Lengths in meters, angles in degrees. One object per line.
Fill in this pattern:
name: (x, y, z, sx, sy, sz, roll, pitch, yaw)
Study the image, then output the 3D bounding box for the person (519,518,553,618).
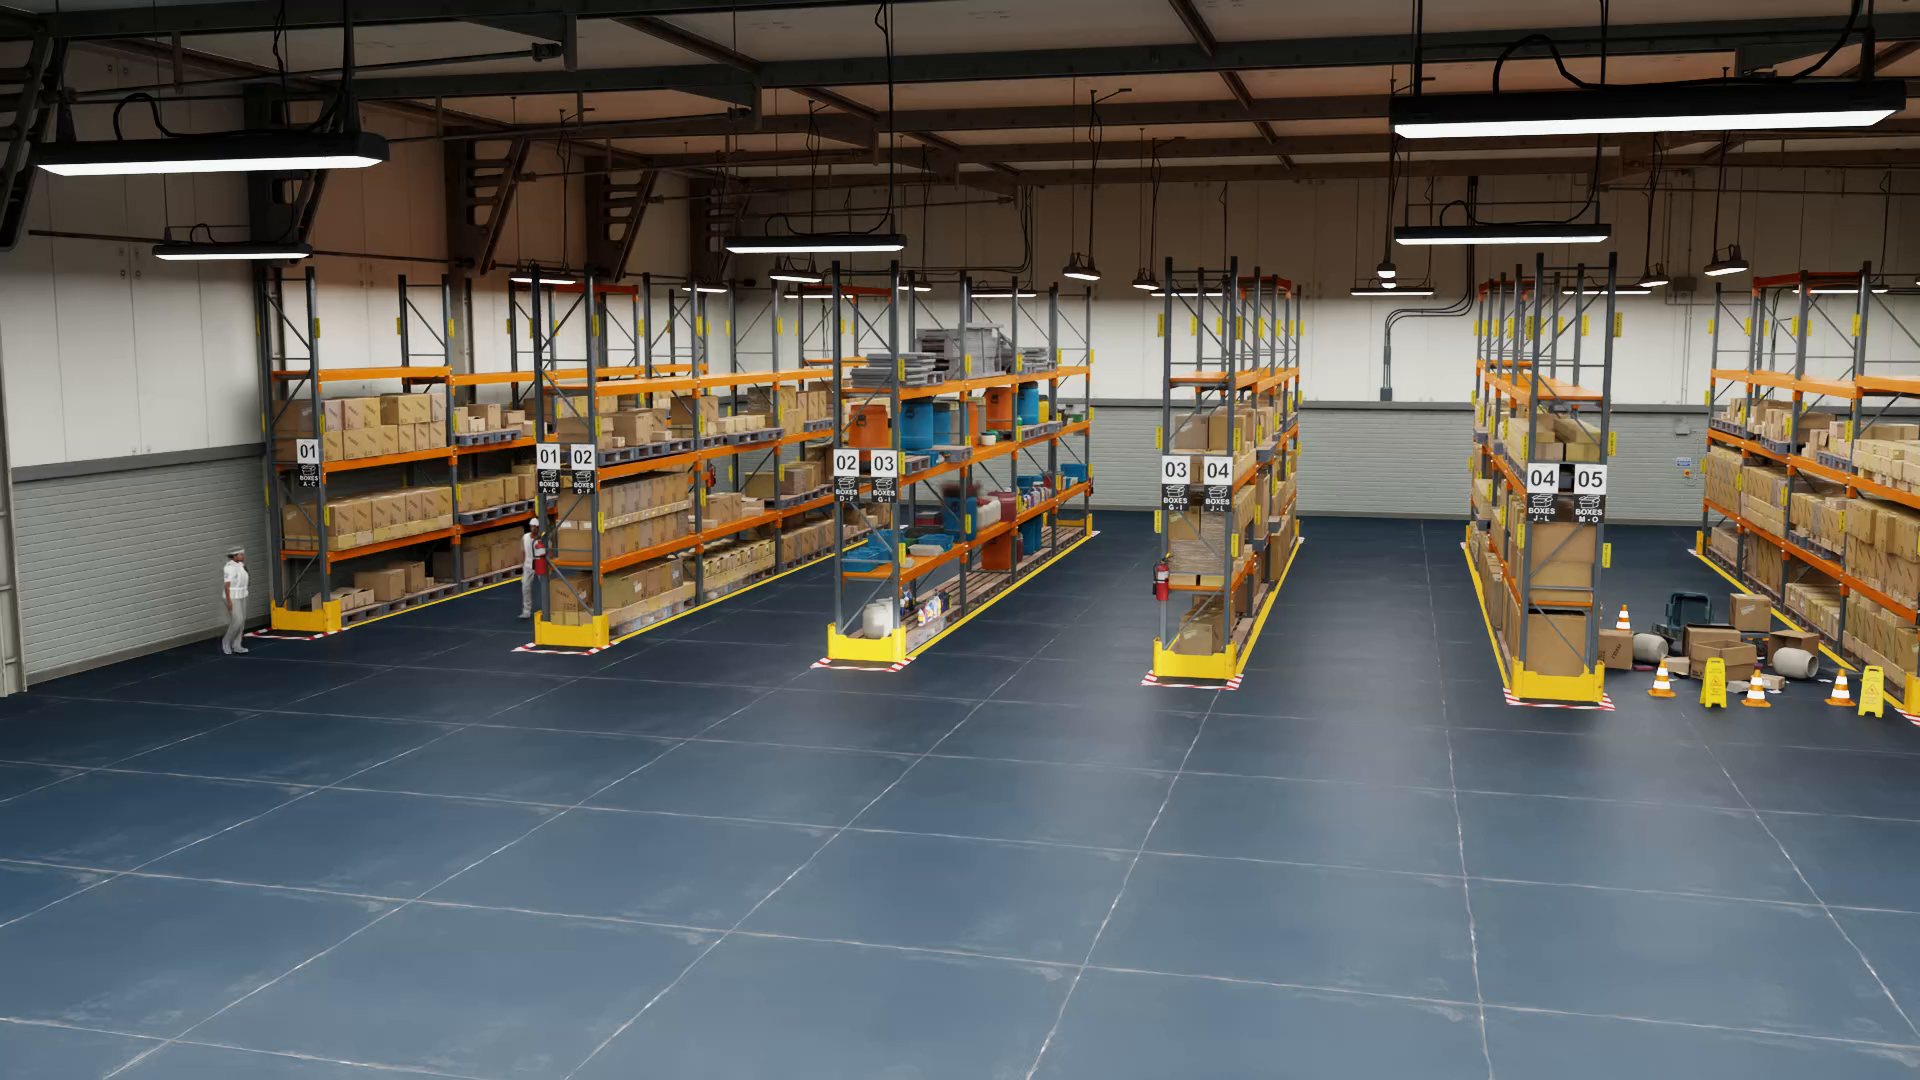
person: (-7.397, 0.464, 29.073, 0.573, 1.730, 1.057, 0, 7, -3)

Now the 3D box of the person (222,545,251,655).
person: (-11.159, 0.915, 25.619, 0.427, 1.678, 0.480, 1, 7, 10)
